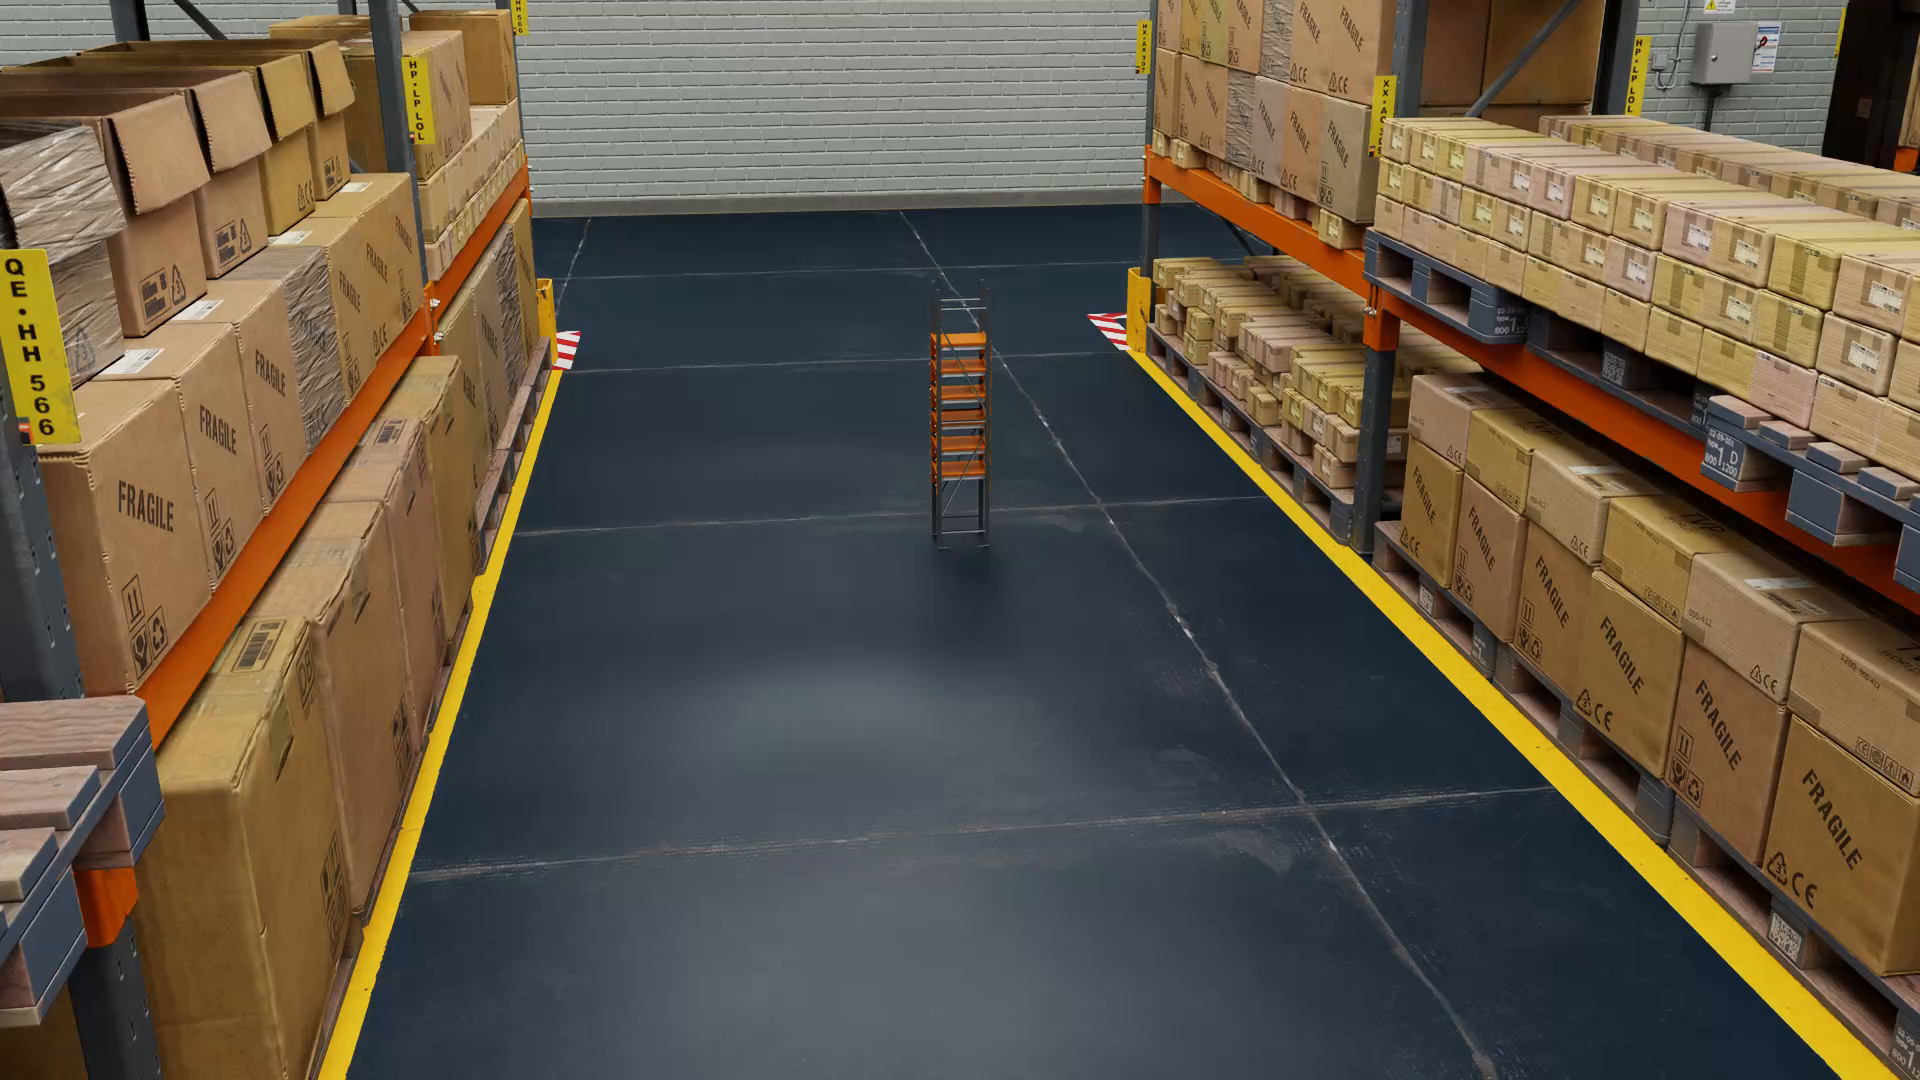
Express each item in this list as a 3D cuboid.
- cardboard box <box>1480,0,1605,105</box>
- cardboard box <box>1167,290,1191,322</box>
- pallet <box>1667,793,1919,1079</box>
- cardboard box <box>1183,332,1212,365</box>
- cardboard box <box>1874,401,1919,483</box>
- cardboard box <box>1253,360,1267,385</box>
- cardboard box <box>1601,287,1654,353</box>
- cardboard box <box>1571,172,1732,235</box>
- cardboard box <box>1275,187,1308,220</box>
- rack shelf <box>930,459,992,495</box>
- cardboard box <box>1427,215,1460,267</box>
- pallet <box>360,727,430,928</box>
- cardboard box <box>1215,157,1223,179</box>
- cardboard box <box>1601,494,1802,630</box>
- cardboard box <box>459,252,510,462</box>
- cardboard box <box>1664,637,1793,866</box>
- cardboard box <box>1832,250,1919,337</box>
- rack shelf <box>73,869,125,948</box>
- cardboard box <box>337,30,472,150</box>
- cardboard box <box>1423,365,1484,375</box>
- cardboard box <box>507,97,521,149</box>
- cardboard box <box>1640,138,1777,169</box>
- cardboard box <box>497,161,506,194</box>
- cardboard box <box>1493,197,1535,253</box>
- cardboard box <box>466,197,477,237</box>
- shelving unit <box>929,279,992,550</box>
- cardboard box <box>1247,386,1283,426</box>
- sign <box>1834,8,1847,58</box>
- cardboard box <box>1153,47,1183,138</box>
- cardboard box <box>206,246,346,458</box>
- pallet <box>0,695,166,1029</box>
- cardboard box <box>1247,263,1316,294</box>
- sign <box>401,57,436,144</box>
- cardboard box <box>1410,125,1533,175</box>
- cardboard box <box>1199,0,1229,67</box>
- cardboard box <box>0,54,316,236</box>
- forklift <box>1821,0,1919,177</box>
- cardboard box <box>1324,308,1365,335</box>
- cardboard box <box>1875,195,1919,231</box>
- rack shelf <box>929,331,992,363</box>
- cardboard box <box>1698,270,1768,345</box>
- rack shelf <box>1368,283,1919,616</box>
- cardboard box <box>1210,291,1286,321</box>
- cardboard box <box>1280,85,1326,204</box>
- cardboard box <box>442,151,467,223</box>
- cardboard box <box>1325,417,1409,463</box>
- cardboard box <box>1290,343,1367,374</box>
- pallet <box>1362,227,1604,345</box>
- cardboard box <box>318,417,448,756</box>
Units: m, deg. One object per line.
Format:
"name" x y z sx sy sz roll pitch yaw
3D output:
"cardboard box" 2.464 -2.200 7.324 0.500 0.500 0.500 -2 21 -6
"cardboard box" 1.517 -1.471 10.416 0.380 0.149 0.250 -3 21 -8
"pallet" 2.754 1.043 4.621 1.003 0.211 1.213 -3 21 -8
"cardboard box" 1.560 -1.160 10.009 0.380 0.149 0.250 -3 21 -7
"cardboard box" 2.339 -0.219 3.775 0.380 0.149 0.250 -3 21 -7
"cardboard box" 1.807 -0.929 8.965 0.380 0.149 0.250 -4 21 -10
"cardboard box" 2.159 -0.663 4.964 0.380 0.149 0.250 -2 21 -6
"cardboard box" 2.120 -1.035 5.108 0.380 0.149 0.250 -2 21 -6
"cardboard box" 1.810 -1.709 8.364 0.380 0.149 0.250 -4 21 -10
"rack shelf" 0.002 -0.291 7.592 0.258 0.103 0.180 -3 21 -8
"cardboard box" 1.968 -1.114 6.172 0.380 0.149 0.250 -3 21 -7
"pallet" -2.269 0.831 5.190 1.003 0.211 1.213 -3 21 -8
"cardboard box" 1.685 -2.156 9.561 0.380 0.149 0.250 -3 21 -8
"cardboard box" 2.366 0.056 5.180 0.500 0.250 0.500 -2 21 -6
"cardboard box" -2.780 -0.908 8.296 0.875 0.875 0.875 -3 21 -8
"cardboard box" 2.440 0.587 4.829 0.500 0.500 0.500 -2 21 -6
"cardboard box" 2.307 -0.584 3.901 0.380 0.149 0.250 -3 21 -8
"rack shelf" -1.769 1.252 1.105 1.077 0.370 4.000 -3 21 -8
"cardboard box" -2.593 -2.112 7.802 0.500 0.500 0.500 -4 21 -9
"cardboard box" 2.463 -0.745 8.049 0.380 0.149 0.250 -2 21 -5
"cardboard box" -2.879 -2.462 9.810 0.500 0.250 0.500 -3 21 -9
"cardboard box" 2.652 -1.333 5.905 0.380 0.149 0.250 -3 21 -8
"cardboard box" -2.685 -1.969 9.061 0.380 0.149 0.250 -3 21 -9
"cardboard box" 2.046 -1.074 5.638 0.380 0.149 0.250 -2 21 -6
"cardboard box" -2.501 -1.525 7.872 0.380 0.149 0.250 -3 21 -9
"shelving unit" 0.002 -0.557 7.493 0.258 1.200 0.189 -3 21 -8
"cardboard box" 1.745 -0.716 8.819 0.380 0.149 0.250 -3 21 -8
"sign" 6.045 -3.464 11.352 0.100 0.325 0.005 -3 21 -8
"cardboard box" 1.503 -2.779 10.302 0.500 0.500 0.500 -2 21 -5
"cardboard box" -2.083 -0.535 4.718 0.500 0.500 0.500 -3 21 -8
"pallet" -1.850 0.554 2.220 1.213 0.211 1.003 -3 21 -8
"cardboard box" 2.018 -1.642 10.449 0.380 0.149 0.250 -3 21 -7
"sign" -2.099 -1.698 6.434 0.100 0.325 0.005 -3 21 -8
"cardboard box" 1.936 -1.479 6.298 0.380 0.149 0.250 -2 21 -6
"cardboard box" 1.646 -2.892 9.176 0.500 0.500 0.500 -3 21 -9
"cardboard box" -2.447 -1.220 5.119 0.797 0.503 0.637 -3 21 -7
"forklift" 4.601 -1.443 7.391 1.130 2.935 3.031 -2 21 -6
"cardboard box" 2.244 -1.189 9.238 0.380 0.149 0.250 -3 21 -7
"cardboard box" 2.839 -0.883 4.703 0.380 0.149 0.250 -2 21 -5
"rack shelf" 0.002 -0.853 7.382 0.258 0.103 0.180 -3 21 -8
"cardboard box" 2.227 -0.629 4.446 0.380 0.149 0.250 -3 21 -8
"rack shelf" 2.577 -0.348 5.389 1.077 0.370 4.000 -3 21 -8
"cardboard box" 1.668 -1.342 9.647 0.380 0.149 0.250 -2 21 -6
"cardboard box" 1.865 -1.897 7.939 0.500 0.500 0.500 -3 21 -9
"cardboard box" -2.510 -1.580 7.448 0.500 0.250 0.500 -3 21 -8
"cardboard box" 1.928 -0.471 7.739 0.380 0.149 0.250 -3 21 -7
"cardboard box" 1.900 -0.893 8.445 0.380 0.149 0.250 -2 21 -6
"pallet" 2.255 -1.016 6.422 1.003 0.211 1.213 -3 21 -8
"cardboard box" -2.393 0.166 5.420 1.225 0.875 0.875 -4 21 -10
